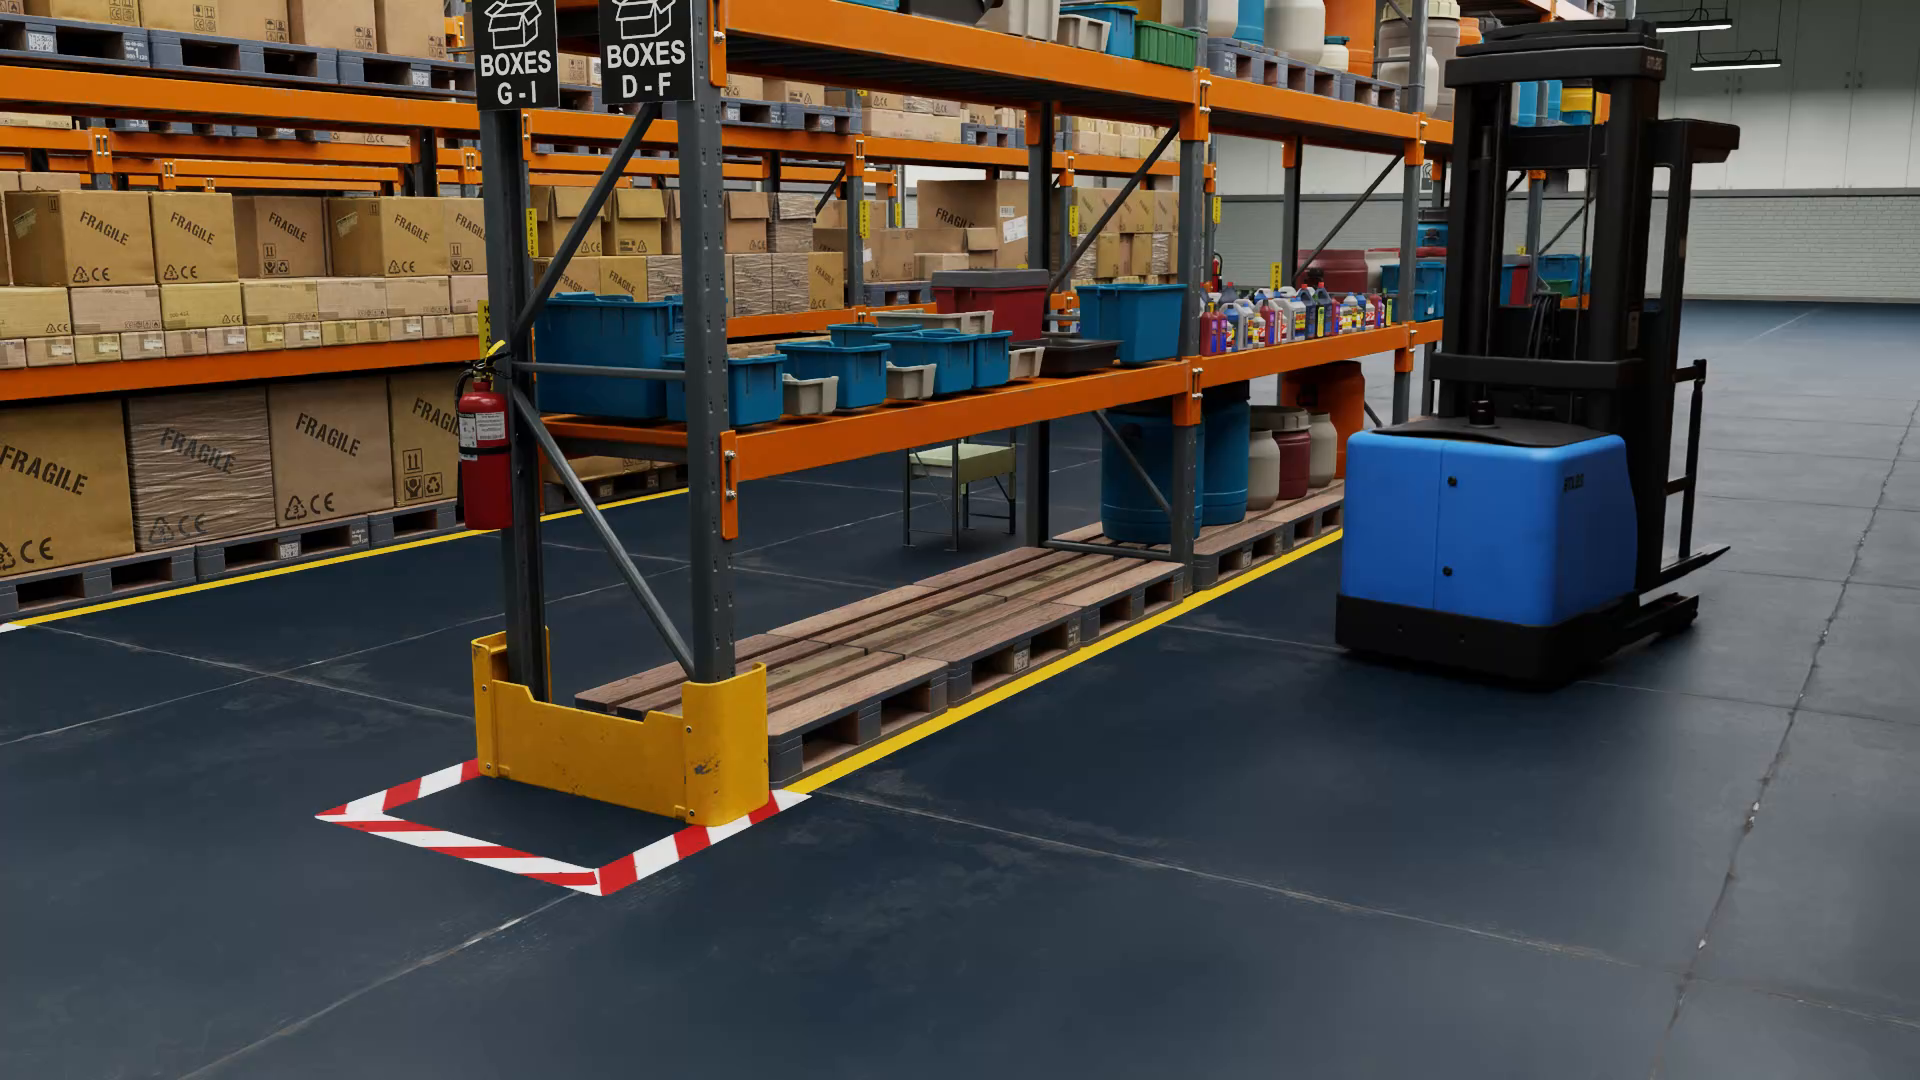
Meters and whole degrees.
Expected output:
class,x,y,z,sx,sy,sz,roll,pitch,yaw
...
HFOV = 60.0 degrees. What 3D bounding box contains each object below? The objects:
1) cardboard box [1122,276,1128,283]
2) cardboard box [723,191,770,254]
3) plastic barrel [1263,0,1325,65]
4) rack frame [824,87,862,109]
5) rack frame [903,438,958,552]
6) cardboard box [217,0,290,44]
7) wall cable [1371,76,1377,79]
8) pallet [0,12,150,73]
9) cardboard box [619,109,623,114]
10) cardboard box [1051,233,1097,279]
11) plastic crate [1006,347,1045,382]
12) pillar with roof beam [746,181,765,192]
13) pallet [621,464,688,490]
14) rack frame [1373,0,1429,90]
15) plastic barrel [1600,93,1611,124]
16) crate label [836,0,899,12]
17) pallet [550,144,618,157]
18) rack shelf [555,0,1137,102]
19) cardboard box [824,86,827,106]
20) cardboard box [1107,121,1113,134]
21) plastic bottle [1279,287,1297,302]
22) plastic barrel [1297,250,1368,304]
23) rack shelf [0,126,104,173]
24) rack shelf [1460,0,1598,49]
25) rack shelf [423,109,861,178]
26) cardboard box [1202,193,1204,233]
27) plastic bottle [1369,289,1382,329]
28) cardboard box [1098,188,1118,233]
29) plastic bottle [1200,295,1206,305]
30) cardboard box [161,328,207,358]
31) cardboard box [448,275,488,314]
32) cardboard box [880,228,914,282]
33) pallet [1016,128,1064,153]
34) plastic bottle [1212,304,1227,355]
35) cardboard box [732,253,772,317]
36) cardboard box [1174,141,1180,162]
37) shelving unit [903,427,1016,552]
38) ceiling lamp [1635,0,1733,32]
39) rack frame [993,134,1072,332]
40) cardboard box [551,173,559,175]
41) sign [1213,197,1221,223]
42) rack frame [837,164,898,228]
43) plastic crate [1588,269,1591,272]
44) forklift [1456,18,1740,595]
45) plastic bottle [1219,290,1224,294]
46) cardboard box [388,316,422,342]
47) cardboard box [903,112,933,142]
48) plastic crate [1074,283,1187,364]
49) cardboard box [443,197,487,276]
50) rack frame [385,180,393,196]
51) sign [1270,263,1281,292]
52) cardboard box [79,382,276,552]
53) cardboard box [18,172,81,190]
class,x,y,z,sx,sy,sz,roll,pitch,yaw
cardboard box,1.754,-3.022,19.544,0.380,0.149,0.250,6,12,31
cardboard box,-2.054,-2.639,13.817,0.797,0.503,0.637,7,13,32
plastic barrel,2.122,-3.294,10.650,0.433,0.535,0.433,0,11,0
rack frame,-1.320,-5.261,14.518,1.000,3.000,0.127,6,12,31
rack frame,-0.187,-0.681,10.429,0.400,1.500,0.023,6,12,31
cardboard box,-4.427,-3.181,9.873,0.700,0.500,0.500,7,13,33
wall cable,12.180,-15.609,52.146,3.097,2.526,0.112,6,12,31
pallet,-5.097,-2.603,8.711,1.003,0.211,1.213,6,12,31
cardboard box,-4.152,-4.821,19.146,0.500,0.311,0.500,6,12,29
cardboard box,1.043,-3.202,18.741,0.875,0.500,0.500,6,12,31
plastic crate,0.189,-0.808,7.585,0.293,0.136,0.466,6,12,31
pillar with roof beam,-1.103,-9.393,36.585,9.100,9.000,0.400,6,12,31
pallet,-2.428,-0.634,13.682,1.003,0.211,1.213,6,12,31
rack frame,2.913,-4.788,11.991,1.000,3.000,0.127,6,12,31
plastic barrel,6.923,-4.901,18.436,0.600,0.830,0.708,6,12,31
crate label,-0.485,-2.097,6.170,0.408,0.251,0.502,6,12,31
pallet,-4.639,-4.467,18.937,1.003,0.211,1.213,7,13,33
rack shelf,-0.202,-2.113,7.275,0.919,0.124,3.809,6,12,31
cardboard box,-1.286,-4.181,15.268,0.500,0.500,0.500,7,13,32
cardboard box,1.519,-4.692,18.952,0.380,0.149,0.250,7,13,32
plastic bottle,2.412,-1.741,12.356,0.152,0.276,0.135,6,12,31
plastic barrel,2.895,-2.008,13.075,0.600,0.536,0.708,6,12,31
rack shelf,-8.621,-2.980,12.436,1.077,0.370,4.000,6,12,31
rack shelf,6.028,-5.182,17.134,1.077,0.370,4.000,6,12,31
rack shelf,-2.358,-3.119,13.181,1.077,0.370,4.000,6,12,31
cardboard box,1.923,-3.668,20.276,1.023,1.149,2.860,6,12,31
plastic bottle,2.948,-1.641,11.802,0.061,0.283,0.133,6,12,31
cardboard box,1.466,-3.754,18.971,0.500,0.500,0.500,6,12,31
plastic bottle,1.565,-1.470,10.921,0.097,0.271,0.097,0,11,0
cardboard box,-4.475,-1.117,9.367,0.380,0.149,0.250,6,12,30
cardboard box,-3.401,-1.662,11.192,0.500,0.250,0.500,6,12,30
cardboard box,-0.869,-2.754,16.017,0.700,0.500,0.500,9,14,39
pallet,0.345,-4.237,17.708,1.213,0.211,1.003,6,12,31
plastic bottle,1.461,-1.191,9.396,0.061,0.283,0.133,6,12,31
cardboard box,-1.895,-2.101,13.667,0.500,0.500,0.500,6,12,29
cardboard box,2.544,-4.793,20.573,0.500,0.250,0.500,6,12,31
shelving unit,0.003,-0.738,10.736,0.431,1.500,0.755,6,12,31
ceiling lamp,14.237,-11.629,32.669,2.000,3.185,0.800,6,12,31
rack frame,0.757,-2.942,18.431,1.000,3.000,0.127,6,12,31
cardboard box,-6.271,-5.587,25.091,0.380,0.149,0.250,6,12,29
sign,3.298,-4.239,21.355,0.100,0.325,0.005,6,12,31
rack frame,-1.353,-4.061,24.407,1.000,3.000,0.127,6,12,31
plastic crate,7.063,-2.917,18.704,0.499,0.251,0.616,6,12,31
forklift,3.139,-1.024,8.373,1.121,2.935,3.031,9,14,41
plastic bottle,1.773,-1.568,11.408,0.061,0.283,0.133,6,12,31
cardboard box,-3.675,-1.360,10.662,0.380,0.149,0.250,7,12,32
cardboard box,-0.591,-3.844,15.504,0.500,0.250,0.500,7,13,32
plastic crate,0.886,-1.126,8.612,0.392,0.384,0.575,6,12,31
cardboard box,-3.407,-2.027,11.105,0.500,0.500,0.500,7,13,32
rack frame,-7.713,-3.889,23.488,1.000,3.000,0.127,6,12,31
sign,2.439,-1.971,12.803,0.100,0.325,0.005,6,12,31
cardboard box,-4.737,-0.468,9.850,0.875,0.875,0.875,6,12,31
cardboard box,-7.596,-2.760,13.665,0.500,0.500,0.500,6,12,29
